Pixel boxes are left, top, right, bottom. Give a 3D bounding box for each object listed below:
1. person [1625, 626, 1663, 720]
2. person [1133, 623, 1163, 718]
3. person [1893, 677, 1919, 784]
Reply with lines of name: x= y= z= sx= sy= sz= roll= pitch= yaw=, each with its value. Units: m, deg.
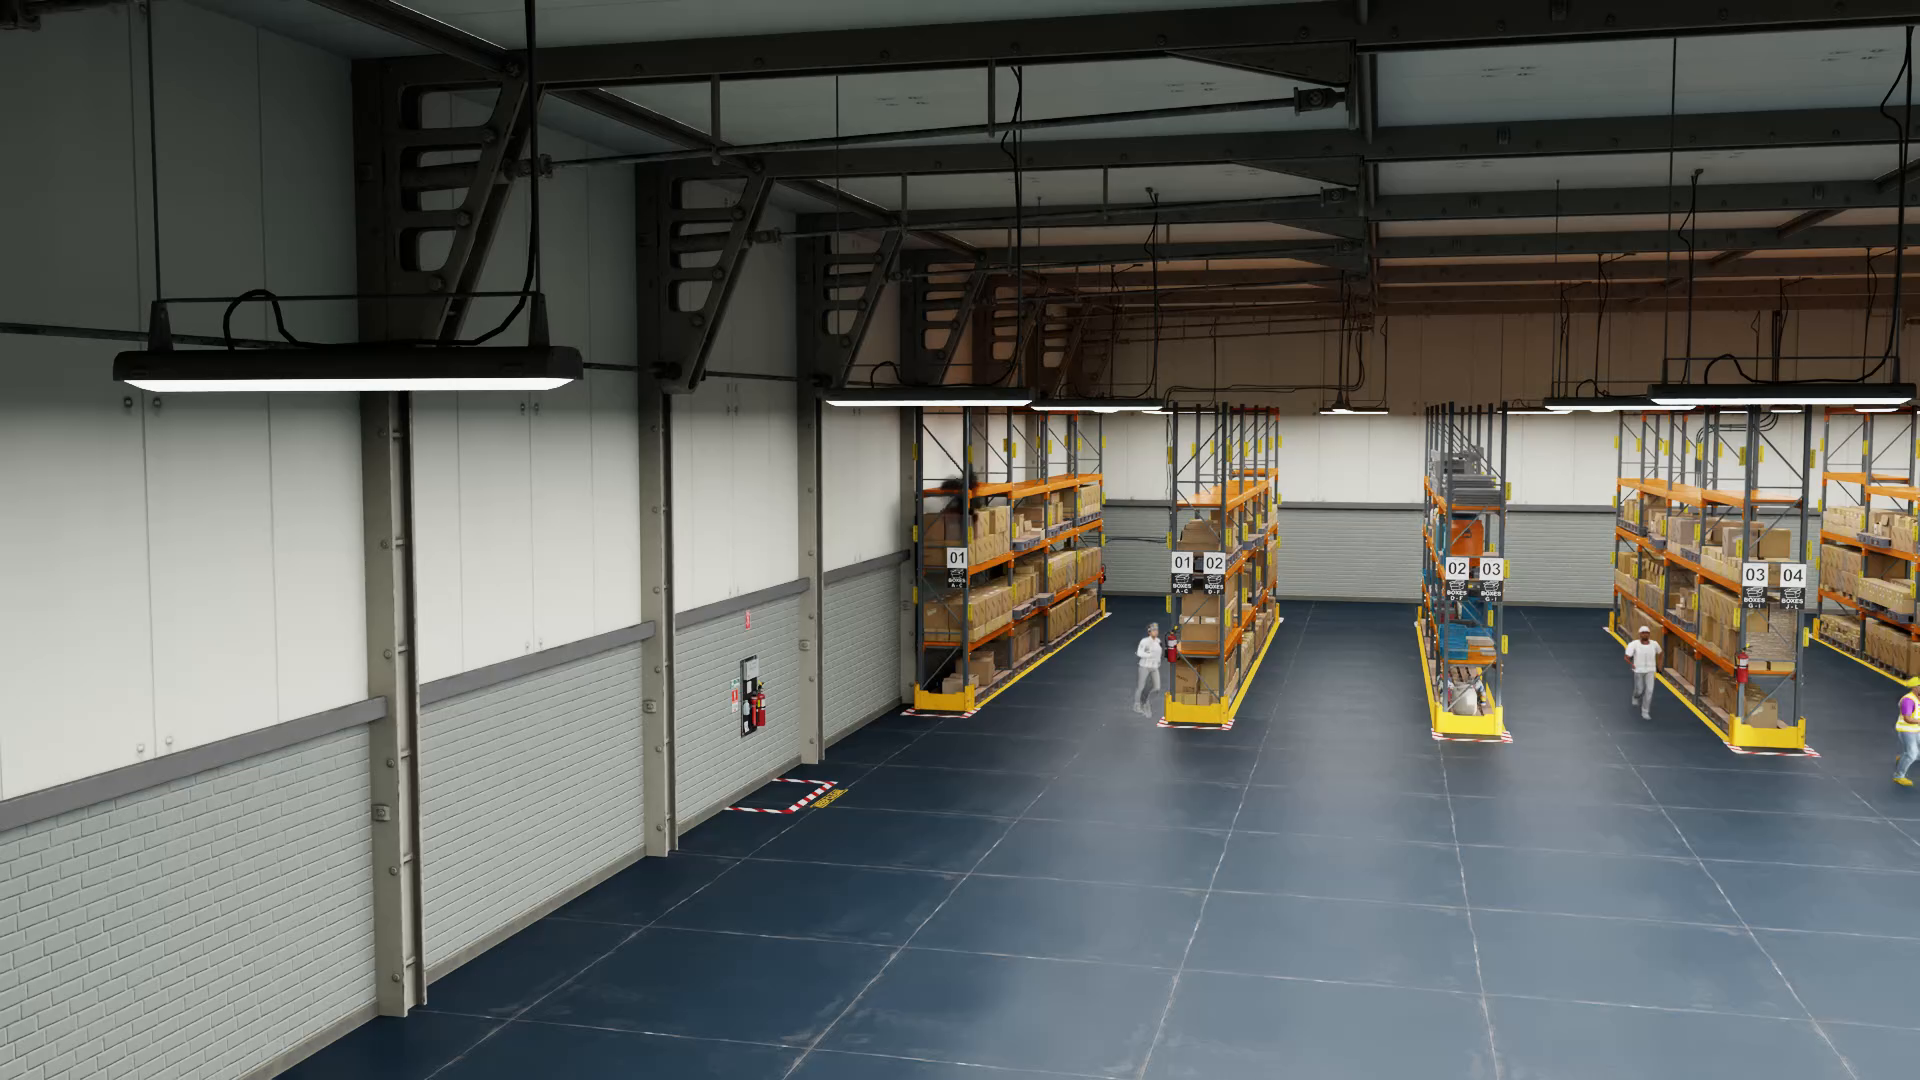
person: x=13.119 y=2.515 z=31.866 sx=0.712 sy=1.745 sz=0.870 roll=1 pitch=4 yaw=13
person: x=3.505 y=2.379 z=30.375 sx=0.617 sy=1.752 sz=0.653 roll=-2 pitch=5 yaw=-25
person: x=14.826 y=2.961 z=25.773 sx=0.748 sy=1.709 sz=0.662 roll=-3 pitch=5 yaw=-38
